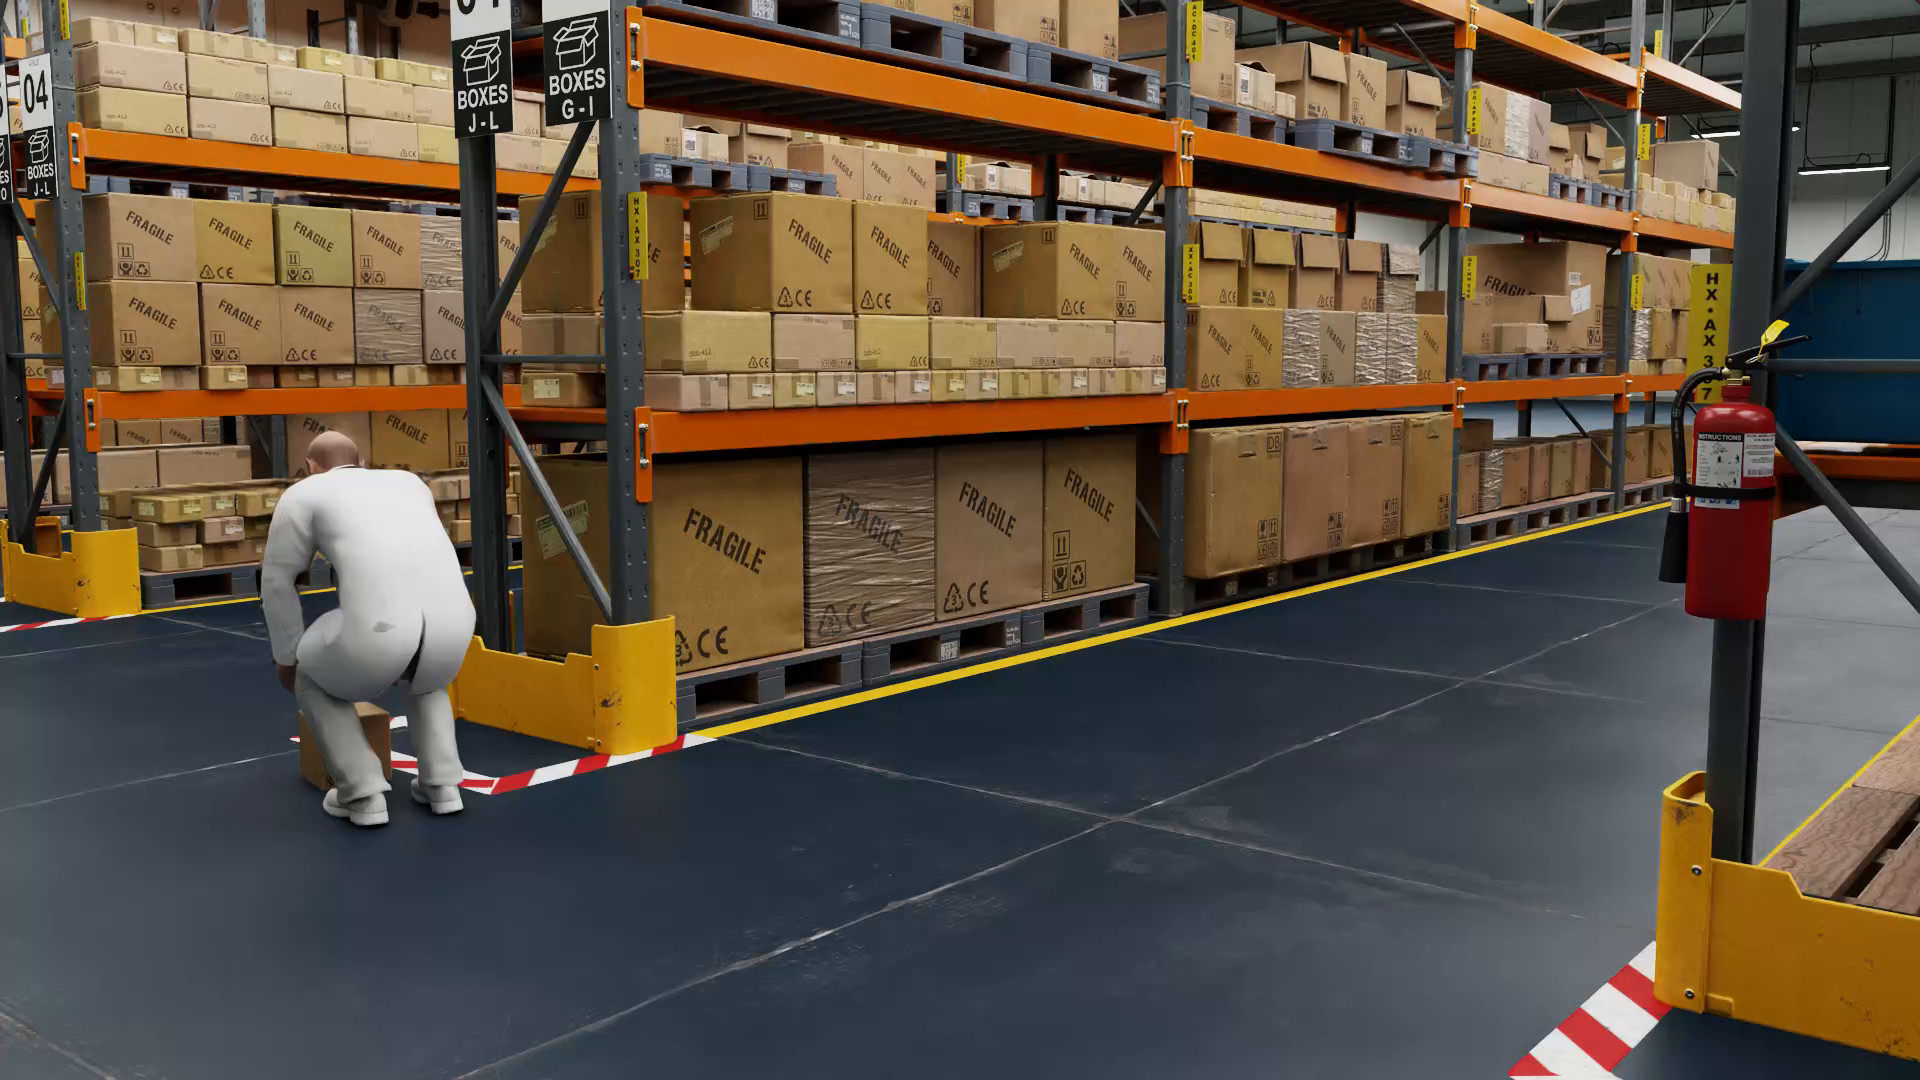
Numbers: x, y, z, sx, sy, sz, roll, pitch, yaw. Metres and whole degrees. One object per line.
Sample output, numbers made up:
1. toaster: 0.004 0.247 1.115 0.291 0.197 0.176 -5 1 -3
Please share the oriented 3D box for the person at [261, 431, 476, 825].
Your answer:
1. person: -1.969 0.281 5.576 0.632 1.271 0.793 -5 8 -37
